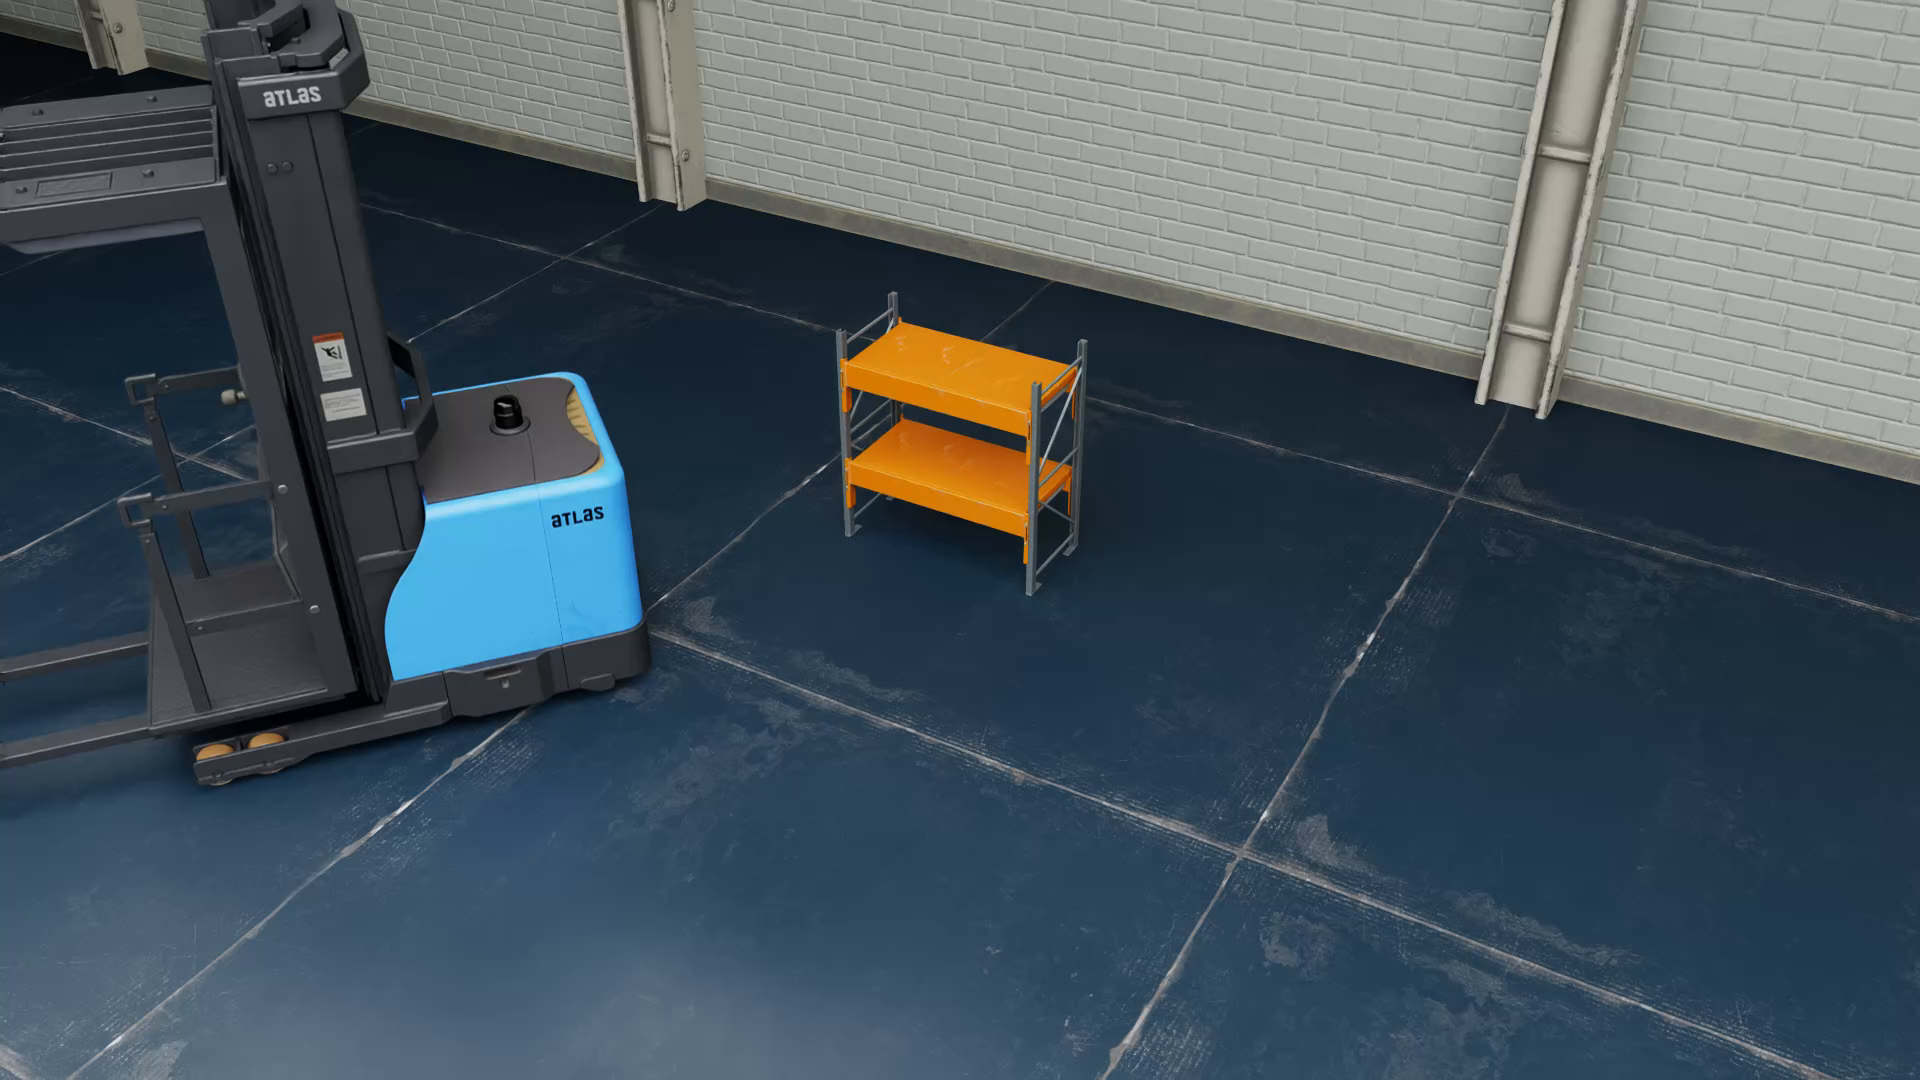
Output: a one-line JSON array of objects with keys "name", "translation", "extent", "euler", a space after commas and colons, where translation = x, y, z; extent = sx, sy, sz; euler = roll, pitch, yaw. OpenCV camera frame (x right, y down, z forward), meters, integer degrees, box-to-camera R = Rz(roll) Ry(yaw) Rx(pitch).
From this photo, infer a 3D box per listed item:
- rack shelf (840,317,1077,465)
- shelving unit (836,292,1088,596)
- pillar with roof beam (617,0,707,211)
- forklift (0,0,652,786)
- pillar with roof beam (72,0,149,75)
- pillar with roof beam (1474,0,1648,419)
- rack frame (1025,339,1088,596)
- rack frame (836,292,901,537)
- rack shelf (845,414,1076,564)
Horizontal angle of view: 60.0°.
[{"name": "rack shelf", "translation": [0.006, -0.710, 7.773], "extent": [1.000, 0.278, 0.538], "euler": [18, 37, 24]}, {"name": "shelving unit", "translation": [0.006, -0.466, 7.935], "extent": [1.048, 1.125, 0.538], "euler": [18, 37, 24]}, {"name": "pillar with roof beam", "translation": [-4.185, -4.122, 6.321], "extent": [0.400, 9.000, 9.100], "euler": [18, 37, 24]}, {"name": "forklift", "translation": [-2.928, -0.556, 6.440], "extent": [3.031, 2.935, 1.130], "euler": [-12, 36, -18]}, {"name": "pillar with roof beam", "translation": [-9.394, -5.772, 8.799], "extent": [0.400, 9.000, 9.100], "euler": [18, 37, 24]}, {"name": "pillar with roof beam", "translation": [1.025, -2.472, 3.843], "extent": [0.400, 9.000, 9.100], "euler": [18, 37, 24]}, {"name": "rack frame", "translation": [0.447, -0.327, 7.725], "extent": [0.032, 1.125, 0.500], "euler": [18, 37, 24]}, {"name": "rack frame", "translation": [-0.435, -0.606, 8.145], "extent": [0.032, 1.125, 0.500], "euler": [18, 37, 24]}, {"name": "rack shelf", "translation": [0.006, -0.263, 8.071], "extent": [1.000, 0.278, 0.538], "euler": [18, 37, 24]}]
